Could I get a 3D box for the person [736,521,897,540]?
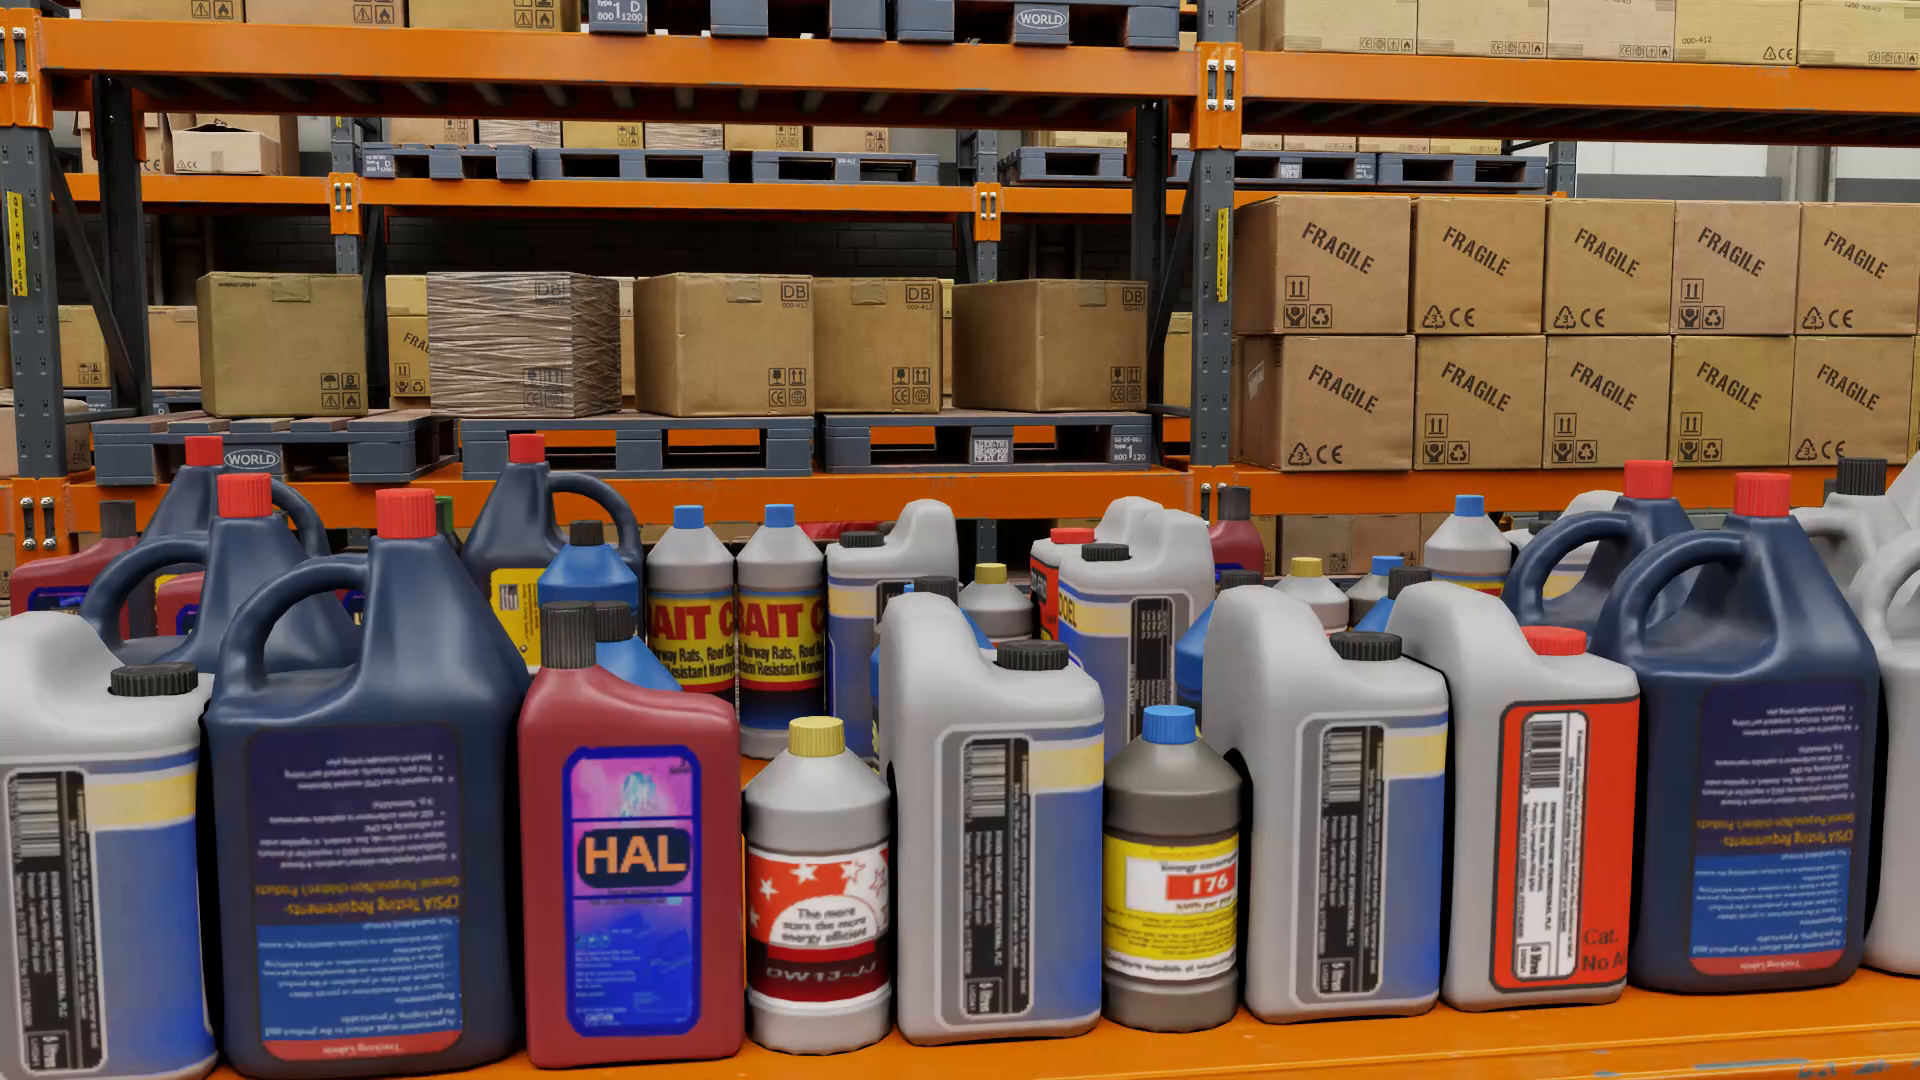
[{"bbox_3d":[-0.699,0.298,8.568,0.957,0.962,0.532,-1,7,-12],"label":"person"}]
